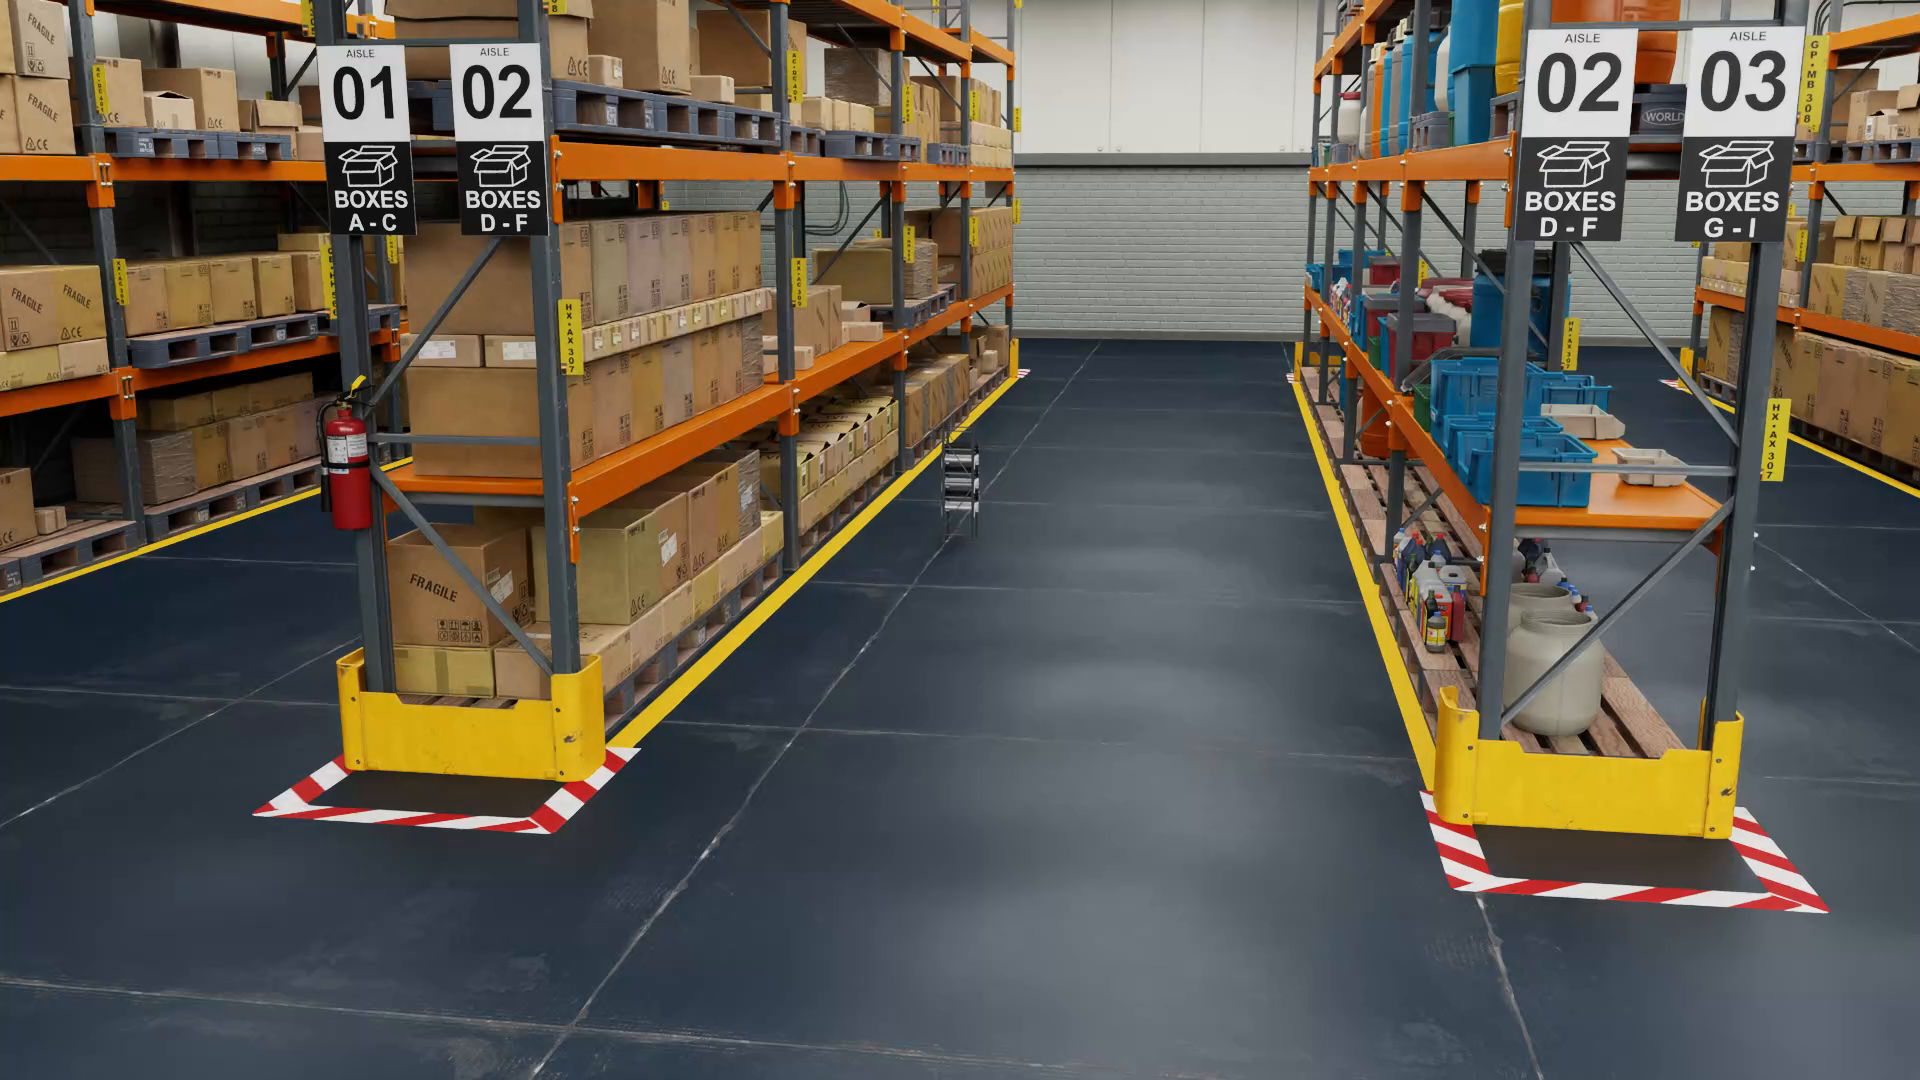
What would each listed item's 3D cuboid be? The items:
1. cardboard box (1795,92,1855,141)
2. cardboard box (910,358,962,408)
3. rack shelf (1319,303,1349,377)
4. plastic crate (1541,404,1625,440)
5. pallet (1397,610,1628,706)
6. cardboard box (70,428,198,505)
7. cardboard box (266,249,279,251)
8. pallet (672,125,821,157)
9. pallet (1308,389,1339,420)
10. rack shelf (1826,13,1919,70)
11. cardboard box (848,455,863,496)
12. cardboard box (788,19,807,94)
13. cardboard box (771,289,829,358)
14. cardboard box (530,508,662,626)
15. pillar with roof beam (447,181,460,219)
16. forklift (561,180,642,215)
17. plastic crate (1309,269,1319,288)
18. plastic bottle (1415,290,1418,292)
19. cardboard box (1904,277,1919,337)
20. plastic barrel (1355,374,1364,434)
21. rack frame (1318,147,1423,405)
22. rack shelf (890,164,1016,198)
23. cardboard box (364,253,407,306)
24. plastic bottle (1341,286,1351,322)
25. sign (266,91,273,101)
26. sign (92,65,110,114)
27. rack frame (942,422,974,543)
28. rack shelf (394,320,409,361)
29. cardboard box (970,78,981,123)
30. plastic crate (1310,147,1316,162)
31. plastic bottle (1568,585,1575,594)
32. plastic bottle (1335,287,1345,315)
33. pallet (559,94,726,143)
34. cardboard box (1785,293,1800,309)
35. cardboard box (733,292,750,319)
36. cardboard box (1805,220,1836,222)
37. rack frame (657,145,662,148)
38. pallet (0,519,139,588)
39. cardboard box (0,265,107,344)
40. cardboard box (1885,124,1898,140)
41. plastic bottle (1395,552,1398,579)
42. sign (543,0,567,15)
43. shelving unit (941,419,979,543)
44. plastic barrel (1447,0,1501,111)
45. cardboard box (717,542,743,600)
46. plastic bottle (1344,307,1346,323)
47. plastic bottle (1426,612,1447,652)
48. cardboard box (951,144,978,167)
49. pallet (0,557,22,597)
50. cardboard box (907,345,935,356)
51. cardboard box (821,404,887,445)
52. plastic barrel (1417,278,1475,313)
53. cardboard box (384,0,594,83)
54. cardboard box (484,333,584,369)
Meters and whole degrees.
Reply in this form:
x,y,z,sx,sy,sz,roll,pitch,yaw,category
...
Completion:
x,y,z,sx,sy,sz,roll,pitch,yaw,category
9.458,-4.549,17.889,0.700,0.500,0.500,1,12,5,cardboard box
-0.268,-1.715,18.219,0.500,0.500,0.500,2,12,9,cardboard box
4.195,-2.007,16.394,1.077,0.370,4.000,2,12,9,rack shelf
3.273,-0.635,8.944,0.530,0.136,0.437,2,12,9,plastic crate
2.943,0.647,8.992,1.003,0.211,1.213,2,12,9,pallet
-6.420,-0.578,12.942,0.700,0.500,0.500,2,12,11,cardboard box
-5.964,-2.429,15.363,0.700,0.500,0.500,0,12,2,cardboard box
-1.499,-2.828,11.829,0.805,0.209,1.217,1,12,6,pallet
4.577,-1.566,19.260,1.003,0.211,1.213,2,12,9,pallet
9.089,-4.584,15.059,1.077,0.370,4.000,2,12,9,rack shelf
-1.079,-0.528,13.354,0.500,0.250,0.500,2,12,10,cardboard box
-1.423,-3.482,11.991,0.500,0.500,0.500,3,13,14,cardboard box
-1.329,-1.693,12.992,0.500,0.500,0.500,2,12,9,cardboard box
-1.859,0.125,8.541,0.500,0.500,0.500,2,12,9,cardboard box
-1.780,-6.063,19.266,9.100,9.000,0.400,2,12,9,pillar with roof beam
-3.251,-1.960,14.632,1.130,2.935,3.031,-6,14,-27,forklift
4.552,-3.240,20.664,0.416,0.233,0.300,2,12,9,plastic crate
4.571,-2.365,16.640,0.152,0.276,0.135,2,12,9,plastic bottle
8.695,-2.045,14.626,0.500,0.500,0.500,2,12,8,cardboard box
4.120,-1.306,16.162,0.600,0.588,0.708,2,12,9,plastic barrel
4.503,-2.775,18.250,1.000,3.000,0.127,2,12,9,rack frame
-0.084,-4.467,20.690,1.077,0.370,4.000,2,12,9,rack shelf
-5.574,-2.560,16.262,0.500,0.500,0.500,2,12,10,cardboard box
3.770,-2.286,16.098,0.144,0.351,0.185,2,12,9,plastic bottle
-6.449,-4.041,15.588,0.100,0.325,0.005,2,12,9,sign
-5.979,-3.134,11.567,0.100,0.325,0.005,2,12,9,sign
-0.014,-0.420,12.308,0.240,0.900,0.006,2,12,9,rack frame
-5.594,-2.328,17.883,1.077,0.370,4.000,2,12,9,rack shelf
-0.137,-5.142,19.503,0.700,0.500,0.500,2,12,9,cardboard box
4.783,-4.939,21.481,0.497,0.269,0.590,2,12,9,plastic crate
3.312,0.382,9.032,0.097,0.271,0.097,0,12,0,plastic bottle
3.913,-2.438,16.979,0.152,0.276,0.135,2,12,9,plastic bottle
-1.917,-2.262,8.961,1.003,0.211,1.213,2,12,9,pallet
9.120,-2.566,17.875,0.380,0.149,0.250,2,12,9,cardboard box
-1.529,-1.467,10.405,0.380,0.149,0.250,2,12,7,cardboard box
9.882,-3.355,18.813,0.500,0.500,0.500,1,12,7,cardboard box
-4.671,-6.861,22.971,1.000,3.000,0.127,2,12,9,rack frame
-6.585,0.073,11.652,1.003,0.211,1.213,2,12,9,pallet
-6.284,-1.625,11.444,0.500,0.500,0.500,2,12,9,cardboard box
9.020,-3.858,15.756,0.380,0.149,0.250,1,12,6,cardboard box
2.759,0.138,10.333,0.097,0.201,0.097,0,12,0,plastic bottle
-1.689,-2.351,6.901,0.100,0.325,0.005,2,12,9,sign
0.001,-0.442,12.406,0.258,0.900,0.210,2,12,9,shelving unit
3.014,-2.823,9.164,0.600,0.901,0.708,2,12,9,plastic barrel
-1.626,0.180,10.069,0.500,0.250,0.500,2,12,9,cardboard box
3.689,-2.136,15.758,0.097,0.201,0.097,0,12,0,plastic bottle
2.506,0.479,8.747,0.097,0.201,0.097,0,12,0,plastic bottle
-0.072,-4.423,19.131,0.500,0.250,0.500,2,12,9,cardboard box
-6.770,0.328,10.470,1.003,0.211,1.213,2,12,9,pallet
-0.584,-2.057,19.808,0.500,0.500,0.500,2,12,9,cardboard box
-0.917,-1.013,14.275,0.500,0.311,0.500,2,12,8,cardboard box
4.116,-1.902,13.878,0.600,0.536,0.708,2,12,9,plastic barrel
-2.144,-2.348,7.576,0.797,0.503,0.637,3,12,13,cardboard box
-1.964,-0.879,7.675,0.380,0.149,0.250,2,12,8,cardboard box
